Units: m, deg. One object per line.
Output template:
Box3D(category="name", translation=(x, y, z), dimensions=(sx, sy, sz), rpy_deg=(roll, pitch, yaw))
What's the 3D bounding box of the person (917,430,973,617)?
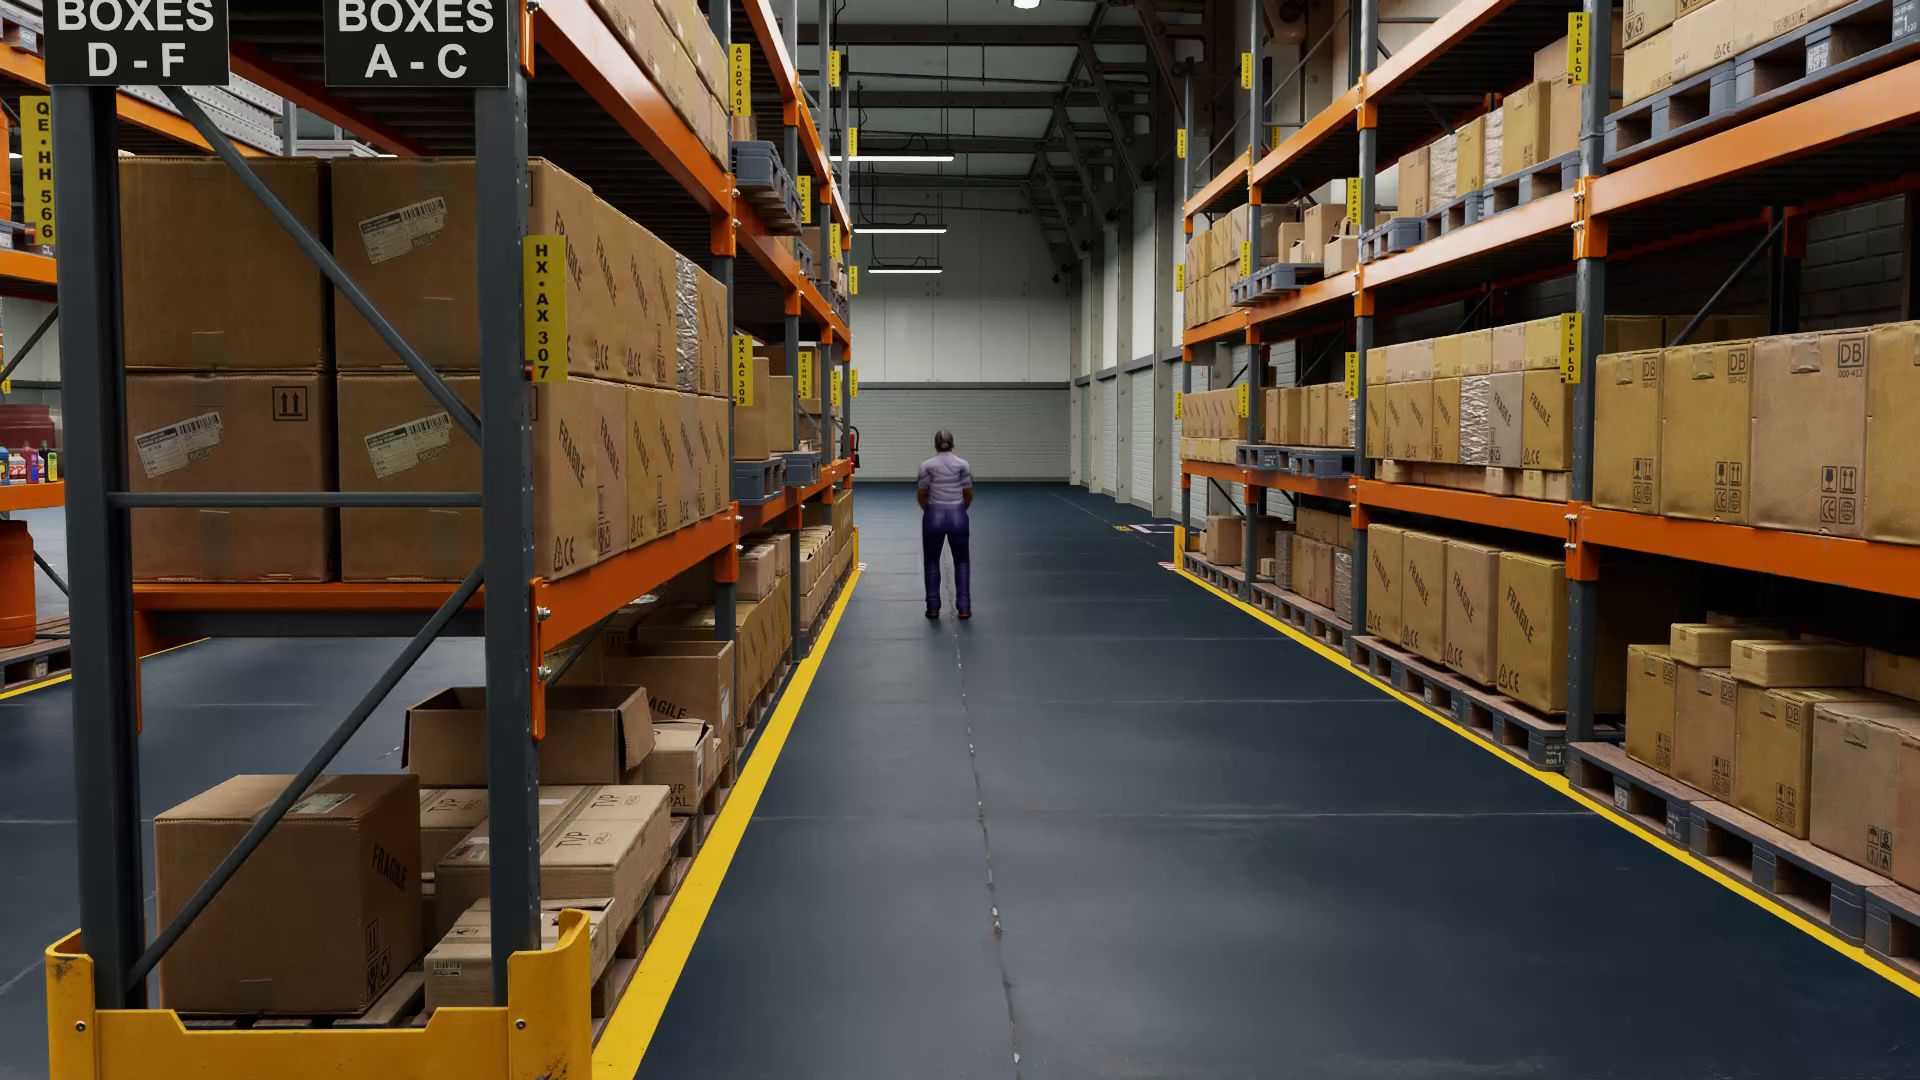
Box3D(category="person", translation=(-0.129, -0.144, 14.655), dimensions=(0.502, 1.656, 0.437), rpy_deg=(0, 4, -2))
